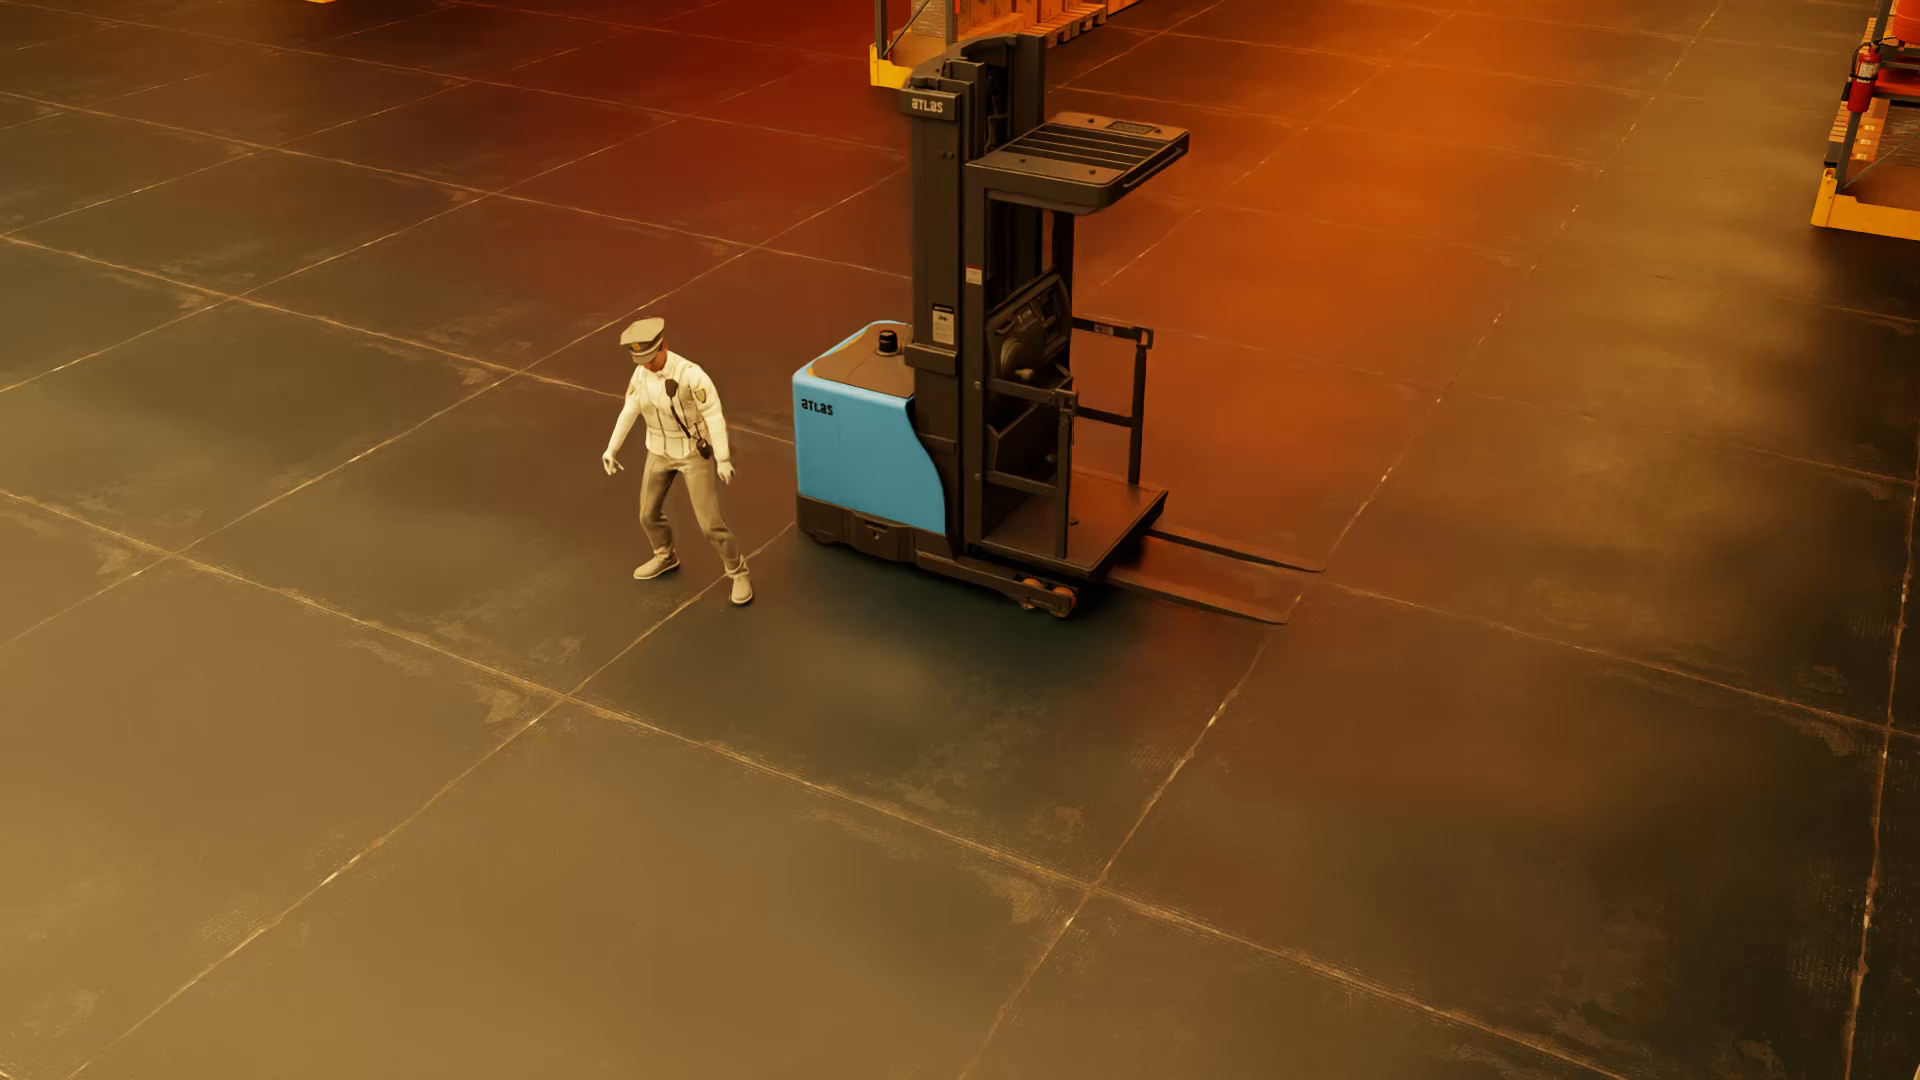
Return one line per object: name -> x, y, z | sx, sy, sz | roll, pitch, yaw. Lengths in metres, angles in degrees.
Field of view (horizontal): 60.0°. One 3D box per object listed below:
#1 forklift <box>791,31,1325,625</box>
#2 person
forklift -> 0.558, -1.143, 9.051 | 3.031, 2.935, 1.130 | 15, 33, 25
person -> -1.548, -0.446, 9.161 | 0.849, 1.626, 0.400 | 13, 32, 21
